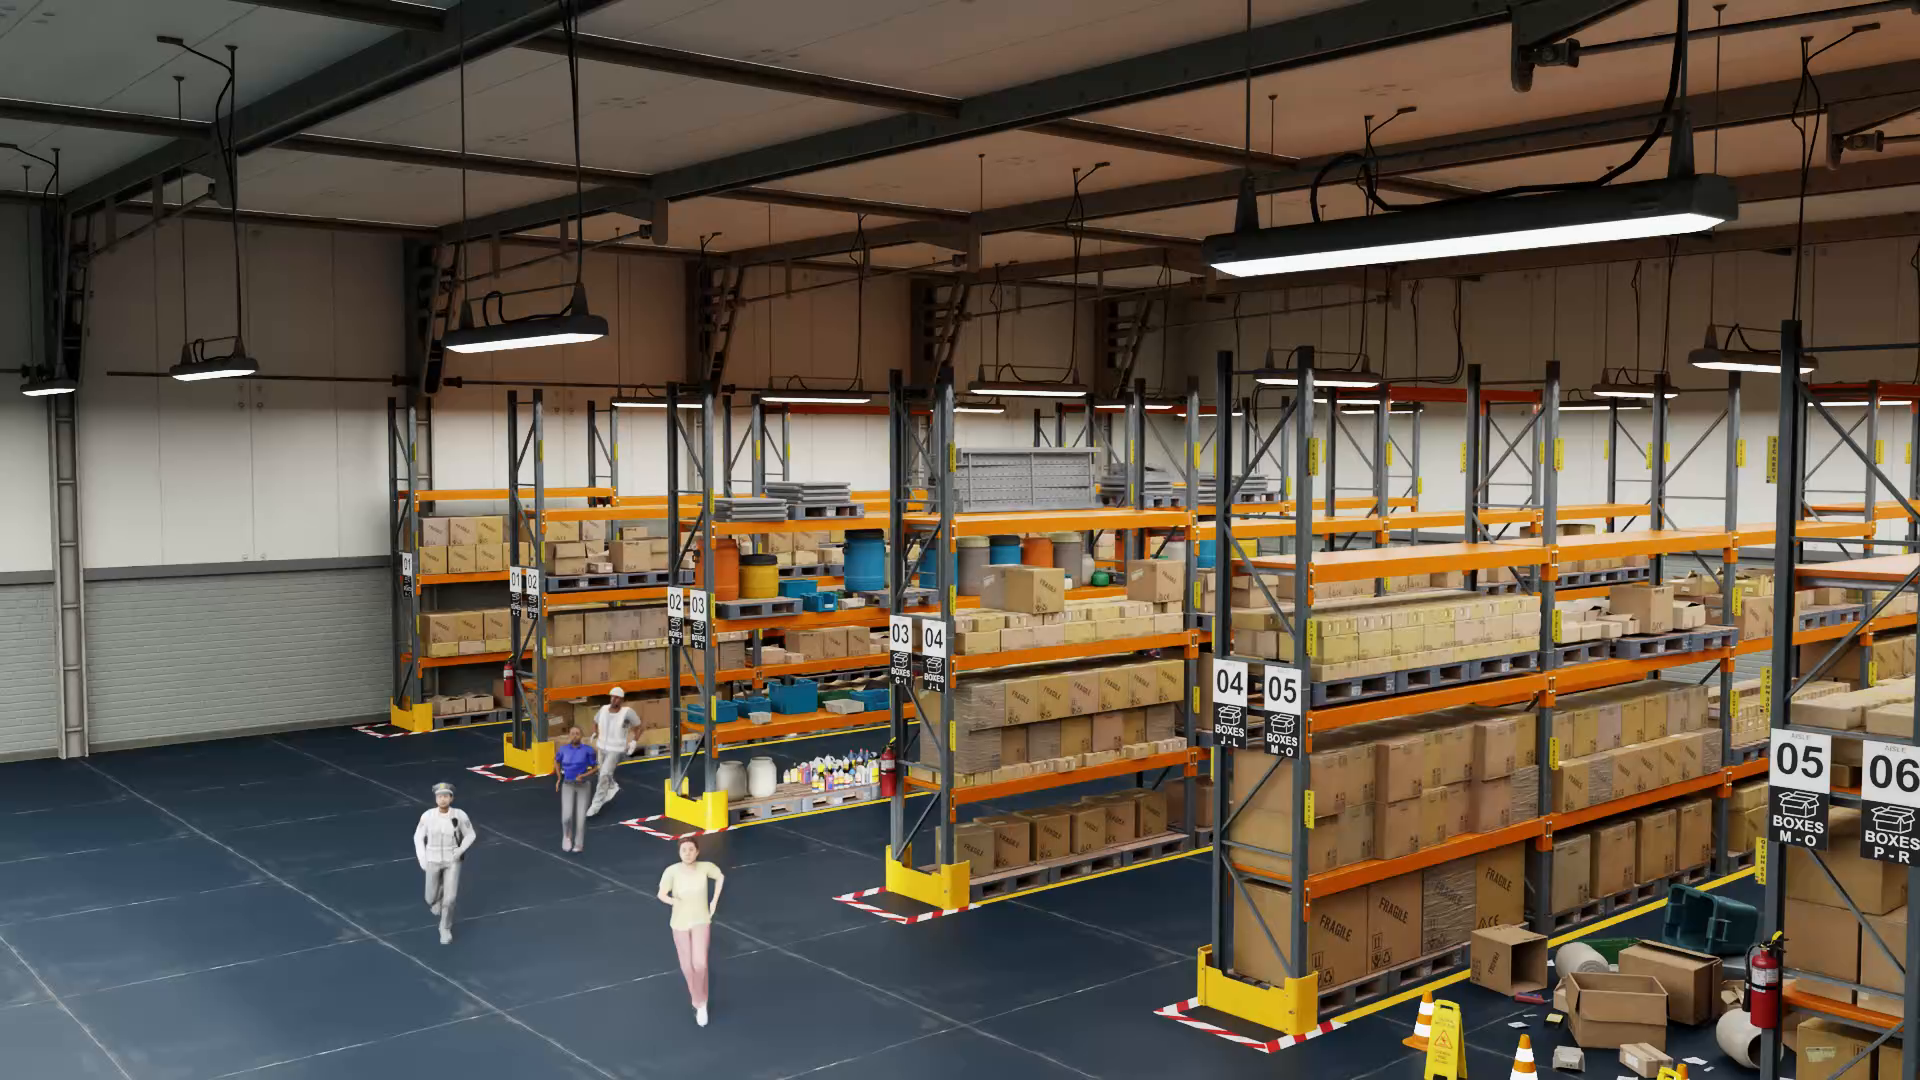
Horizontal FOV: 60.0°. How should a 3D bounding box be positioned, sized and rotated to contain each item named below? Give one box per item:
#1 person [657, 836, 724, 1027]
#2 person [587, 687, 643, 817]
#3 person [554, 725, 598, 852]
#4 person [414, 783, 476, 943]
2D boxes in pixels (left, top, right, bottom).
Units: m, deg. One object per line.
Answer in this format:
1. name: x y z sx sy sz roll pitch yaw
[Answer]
1. person: -2.416 3.469 14.910 0.562 1.677 0.748 0 3 -1
2. person: -4.854 2.919 23.190 0.743 1.745 0.979 1 4 22
3. person: -4.815 3.135 20.833 0.558 1.605 0.618 0 3 -8
4. person: -5.378 3.333 17.371 0.622 1.637 0.588 -1 3 -10
